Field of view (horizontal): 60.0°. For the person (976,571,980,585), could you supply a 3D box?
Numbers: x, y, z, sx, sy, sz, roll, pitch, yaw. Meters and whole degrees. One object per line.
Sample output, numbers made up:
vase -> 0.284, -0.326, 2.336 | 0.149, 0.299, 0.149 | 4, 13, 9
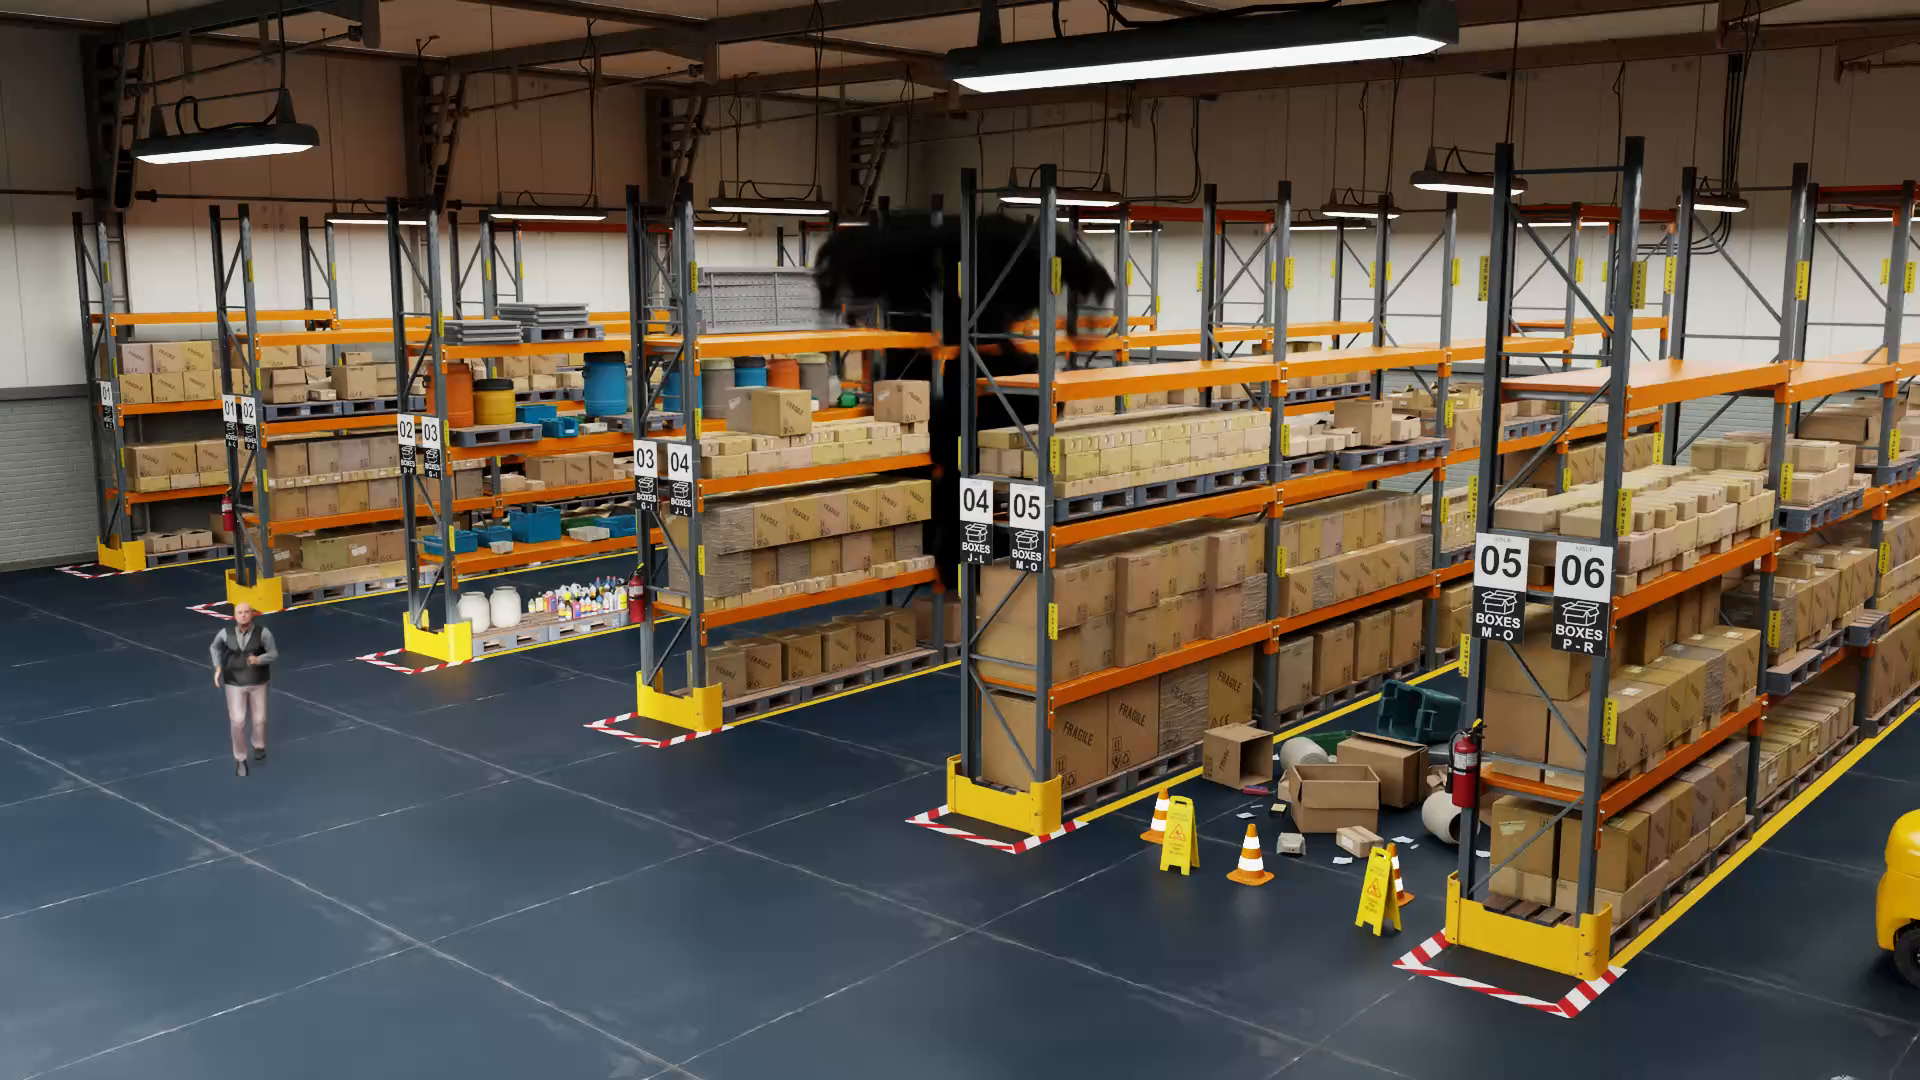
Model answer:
person -> 0.577, -0.165, 25.618 | 0.546, 1.669, 1.075 | 8, 12, 39

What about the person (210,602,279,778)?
person -> -7.290, 1.519, 17.007 | 0.627, 1.783, 0.756 | -4, 10, -25
